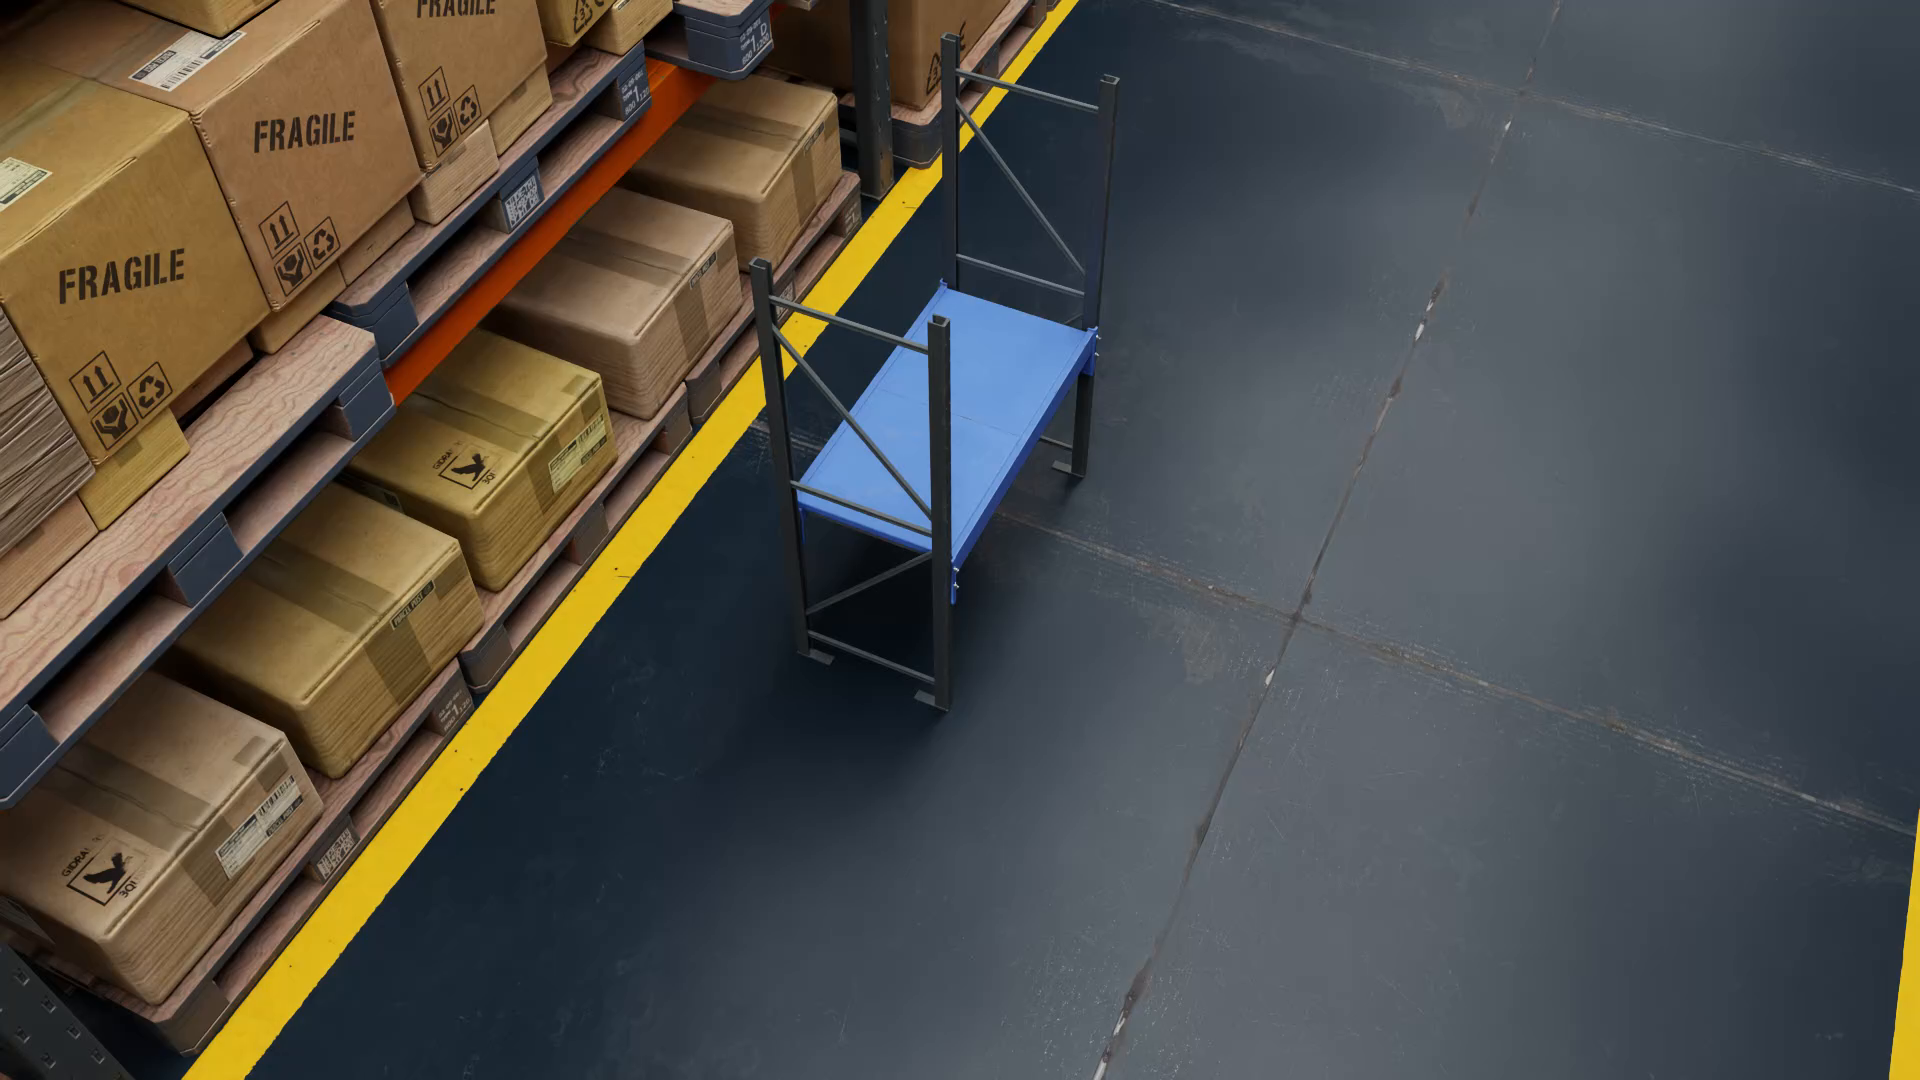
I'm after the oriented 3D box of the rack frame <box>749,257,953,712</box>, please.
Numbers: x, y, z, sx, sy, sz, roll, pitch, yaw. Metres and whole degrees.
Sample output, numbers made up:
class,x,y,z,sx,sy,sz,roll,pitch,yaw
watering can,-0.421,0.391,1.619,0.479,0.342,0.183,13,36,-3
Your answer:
class,x,y,z,sx,sy,sz,roll,pitch,yaw
rack frame,-0.254,-0.077,4.331,0.500,1.500,0.032,20,52,16

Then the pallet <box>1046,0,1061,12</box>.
class,x,y,z,sx,sy,sz,roll,pitch,yaw
pallet,0.197,-2.915,7.592,1.003,0.211,1.213,20,52,16

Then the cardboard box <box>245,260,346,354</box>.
class,x,y,z,sx,sy,sz,roll,pitch,yaw
cardboard box,-1.603,-0.594,3.675,0.380,0.149,0.250,21,53,17

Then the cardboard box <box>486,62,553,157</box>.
class,x,y,z,sx,sy,sz,roll,pitch,yaw
cardboard box,-1.248,-1.123,4.125,0.380,0.149,0.250,18,52,15

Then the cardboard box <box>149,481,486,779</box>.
class,x,y,z,sx,sy,sz,roll,pitch,yaw
cardboard box,-1.913,0.148,4.604,0.950,0.372,0.625,23,53,18

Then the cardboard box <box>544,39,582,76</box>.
class,x,y,z,sx,sy,sz,roll,pitch,yaw
cardboard box,-1.215,-1.323,4.295,0.380,0.149,0.250,20,53,16

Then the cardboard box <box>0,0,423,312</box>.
class,x,y,z,sx,sy,sz,roll,pitch,yaw
cardboard box,-1.543,-0.885,3.496,0.500,0.500,0.500,20,52,16

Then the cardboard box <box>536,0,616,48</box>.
class,x,y,z,sx,sy,sz,roll,pitch,yaw
cardboard box,-1.099,-1.617,4.120,0.500,0.500,0.500,17,52,14

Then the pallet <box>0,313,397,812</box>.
class,x,y,z,sx,sy,sz,roll,pitch,yaw
pallet,-1.981,-0.126,3.514,1.003,0.211,1.213,20,52,16

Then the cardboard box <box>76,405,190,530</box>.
class,x,y,z,sx,sy,sz,roll,pitch,yaw
cardboard box,-1.803,-0.211,3.349,0.380,0.149,0.250,21,53,17

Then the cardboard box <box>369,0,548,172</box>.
class,x,y,z,sx,sy,sz,roll,pitch,yaw
cardboard box,-1.333,-1.242,3.800,0.500,0.500,0.500,18,52,15

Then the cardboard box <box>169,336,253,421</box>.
class,x,y,z,sx,sy,sz,roll,pitch,yaw
cardboard box,-1.751,-0.431,3.536,0.380,0.149,0.250,23,53,18

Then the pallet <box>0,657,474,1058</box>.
class,x,y,z,sx,sy,sz,roll,pitch,yaw
pallet,-2.108,0.658,4.552,1.003,0.211,1.213,20,52,16

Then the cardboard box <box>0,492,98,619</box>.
class,x,y,z,sx,sy,sz,roll,pitch,yaw
cardboard box,-1.918,-0.042,3.205,0.380,0.149,0.250,21,53,17

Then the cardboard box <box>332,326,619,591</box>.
class,x,y,z,sx,sy,sz,roll,pitch,yaw
cardboard box,-1.618,-0.331,5.012,0.950,0.372,0.625,21,53,17

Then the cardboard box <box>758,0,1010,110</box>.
class,x,y,z,sx,sy,sz,roll,pitch,yaw
cardboard box,-0.360,-2.360,6.408,0.875,0.875,0.875,19,52,16

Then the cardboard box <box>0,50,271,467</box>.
class,x,y,z,sx,sy,sz,roll,pitch,yaw
cardboard box,-1.766,-0.549,3.211,0.500,0.500,0.500,20,52,16

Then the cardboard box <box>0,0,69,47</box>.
class,x,y,z,sx,sy,sz,roll,pitch,yaw
cardboard box,-2.013,-1.062,3.647,0.500,0.500,0.500,21,53,17

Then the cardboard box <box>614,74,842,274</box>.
class,x,y,z,sx,sy,sz,roll,pitch,yaw
cardboard box,-0.981,-1.362,5.889,0.950,0.372,0.625,17,52,14

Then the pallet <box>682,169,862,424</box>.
class,x,y,z,sx,sy,sz,roll,pitch,yaw
pallet,-1.066,-1.022,5.981,1.003,0.211,1.213,20,52,16

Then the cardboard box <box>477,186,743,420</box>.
class,x,y,z,sx,sy,sz,roll,pitch,yaw
cardboard box,-1.289,-0.851,5.455,0.950,0.372,0.625,19,52,15

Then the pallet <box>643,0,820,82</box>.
class,x,y,z,sx,sy,sz,roll,pitch,yaw
pallet,-0.939,-1.876,5.003,1.213,0.211,1.003,20,52,16

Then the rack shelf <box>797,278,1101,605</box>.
class,x,y,z,sx,sy,sz,roll,pitch,yaw
rack shelf,-0.036,-0.311,4.766,0.538,0.185,1.000,20,52,16

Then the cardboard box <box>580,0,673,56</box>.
class,x,y,z,sx,sy,sz,roll,pitch,yaw
cardboard box,-0.994,-1.455,4.408,0.380,0.149,0.250,21,53,17

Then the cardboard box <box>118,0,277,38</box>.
class,x,y,z,sx,sy,sz,roll,pitch,yaw
cardboard box,-1.548,-1.175,3.317,0.380,0.149,0.250,23,53,18

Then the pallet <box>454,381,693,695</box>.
class,x,y,z,sx,sy,sz,roll,pitch,yaw
pallet,-1.588,-0.185,5.269,1.003,0.211,1.213,20,52,16

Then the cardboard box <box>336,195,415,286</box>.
class,x,y,z,sx,sy,sz,roll,pitch,yaw
cardboard box,-1.496,-0.764,3.820,0.380,0.149,0.250,20,53,16

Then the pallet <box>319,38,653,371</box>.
class,x,y,z,sx,sy,sz,roll,pitch,yaw
pallet,-1.539,-1.025,4.278,1.003,0.211,1.213,20,52,16

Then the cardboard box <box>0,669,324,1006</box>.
class,x,y,z,sx,sy,sz,roll,pitch,yaw
cardboard box,-2.218,0.644,4.182,0.950,0.372,0.625,20,53,17

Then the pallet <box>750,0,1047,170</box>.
class,x,y,z,sx,sy,sz,roll,pitch,yaw
pallet,-0.326,-2.078,6.880,1.003,0.211,1.213,20,52,16

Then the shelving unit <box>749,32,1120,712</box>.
class,x,y,z,sx,sy,sz,roll,pitch,yaw
shelving unit,-0.036,-0.427,4.629,0.538,1.500,1.048,20,52,16

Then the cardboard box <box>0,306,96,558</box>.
class,x,y,z,sx,sy,sz,roll,pitch,yaw
cardboard box,-1.980,-0.203,2.917,0.500,0.500,0.500,21,53,17

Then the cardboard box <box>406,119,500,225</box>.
class,x,y,z,sx,sy,sz,roll,pitch,yaw
cardboard box,-1.336,-0.930,3.961,0.380,0.149,0.250,22,53,17

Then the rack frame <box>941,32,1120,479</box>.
class,x,y,z,sx,sy,sz,roll,pitch,yaw
rack frame,0.181,-0.777,4.927,0.500,1.500,0.032,20,52,16

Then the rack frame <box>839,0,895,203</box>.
class,x,y,z,sx,sy,sz,roll,pitch,yaw
rack frame,-0.730,-2.463,5.377,1.000,3.000,0.127,20,52,16
